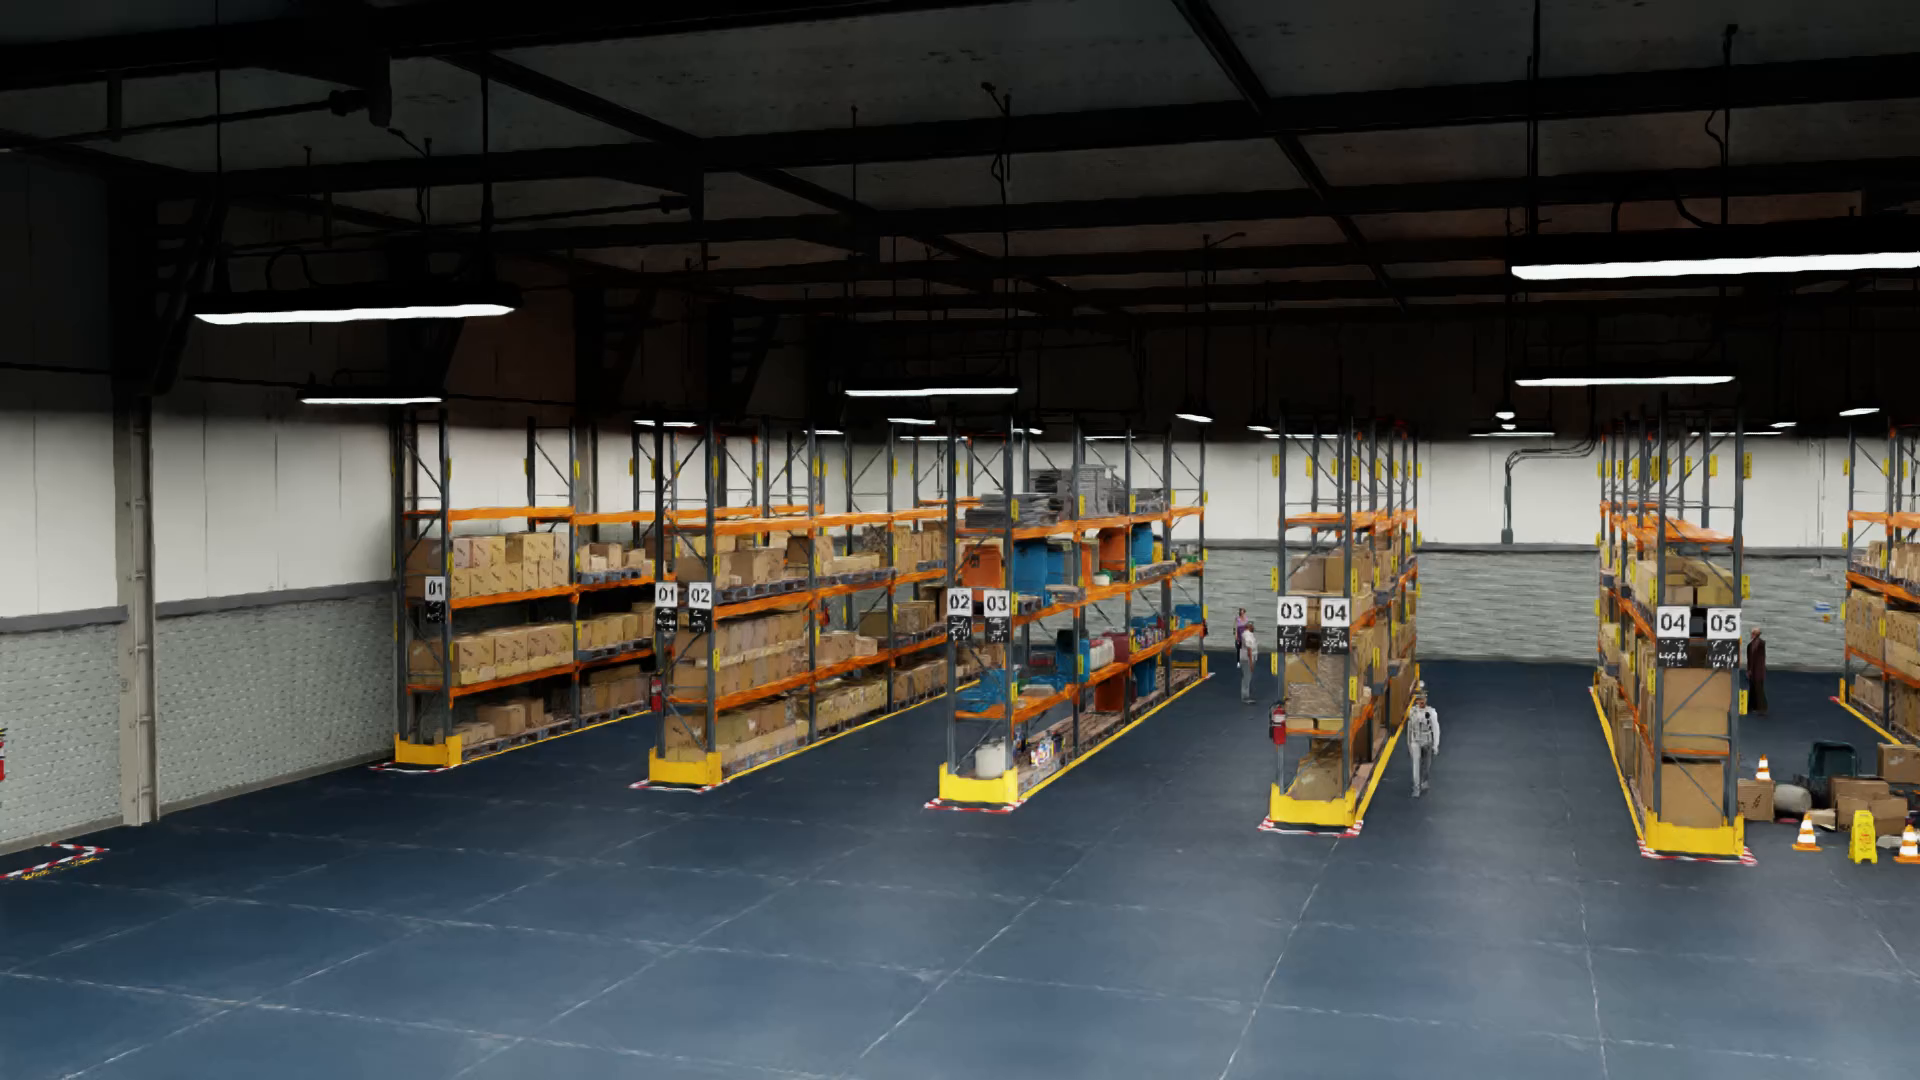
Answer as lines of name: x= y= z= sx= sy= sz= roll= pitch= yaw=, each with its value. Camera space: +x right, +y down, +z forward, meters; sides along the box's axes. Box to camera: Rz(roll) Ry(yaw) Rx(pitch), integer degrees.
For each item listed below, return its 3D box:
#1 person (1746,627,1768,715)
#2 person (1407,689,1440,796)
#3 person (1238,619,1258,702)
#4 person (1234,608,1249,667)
person: x=16.157 y=2.644 z=33.844 sx=0.648 sy=1.773 sz=0.690 roll=2 pitch=3 yaw=40
person: x=7.114 y=3.084 z=25.530 sx=0.500 sy=1.625 sz=0.998 roll=1 pitch=3 yaw=17
person: x=6.207 y=2.572 z=35.717 sx=0.430 sy=1.766 sz=0.648 roll=0 pitch=2 yaw=-2
person: x=7.029 y=2.446 z=41.441 sx=0.411 sy=1.533 sz=0.957 roll=0 pitch=2 yaw=10
